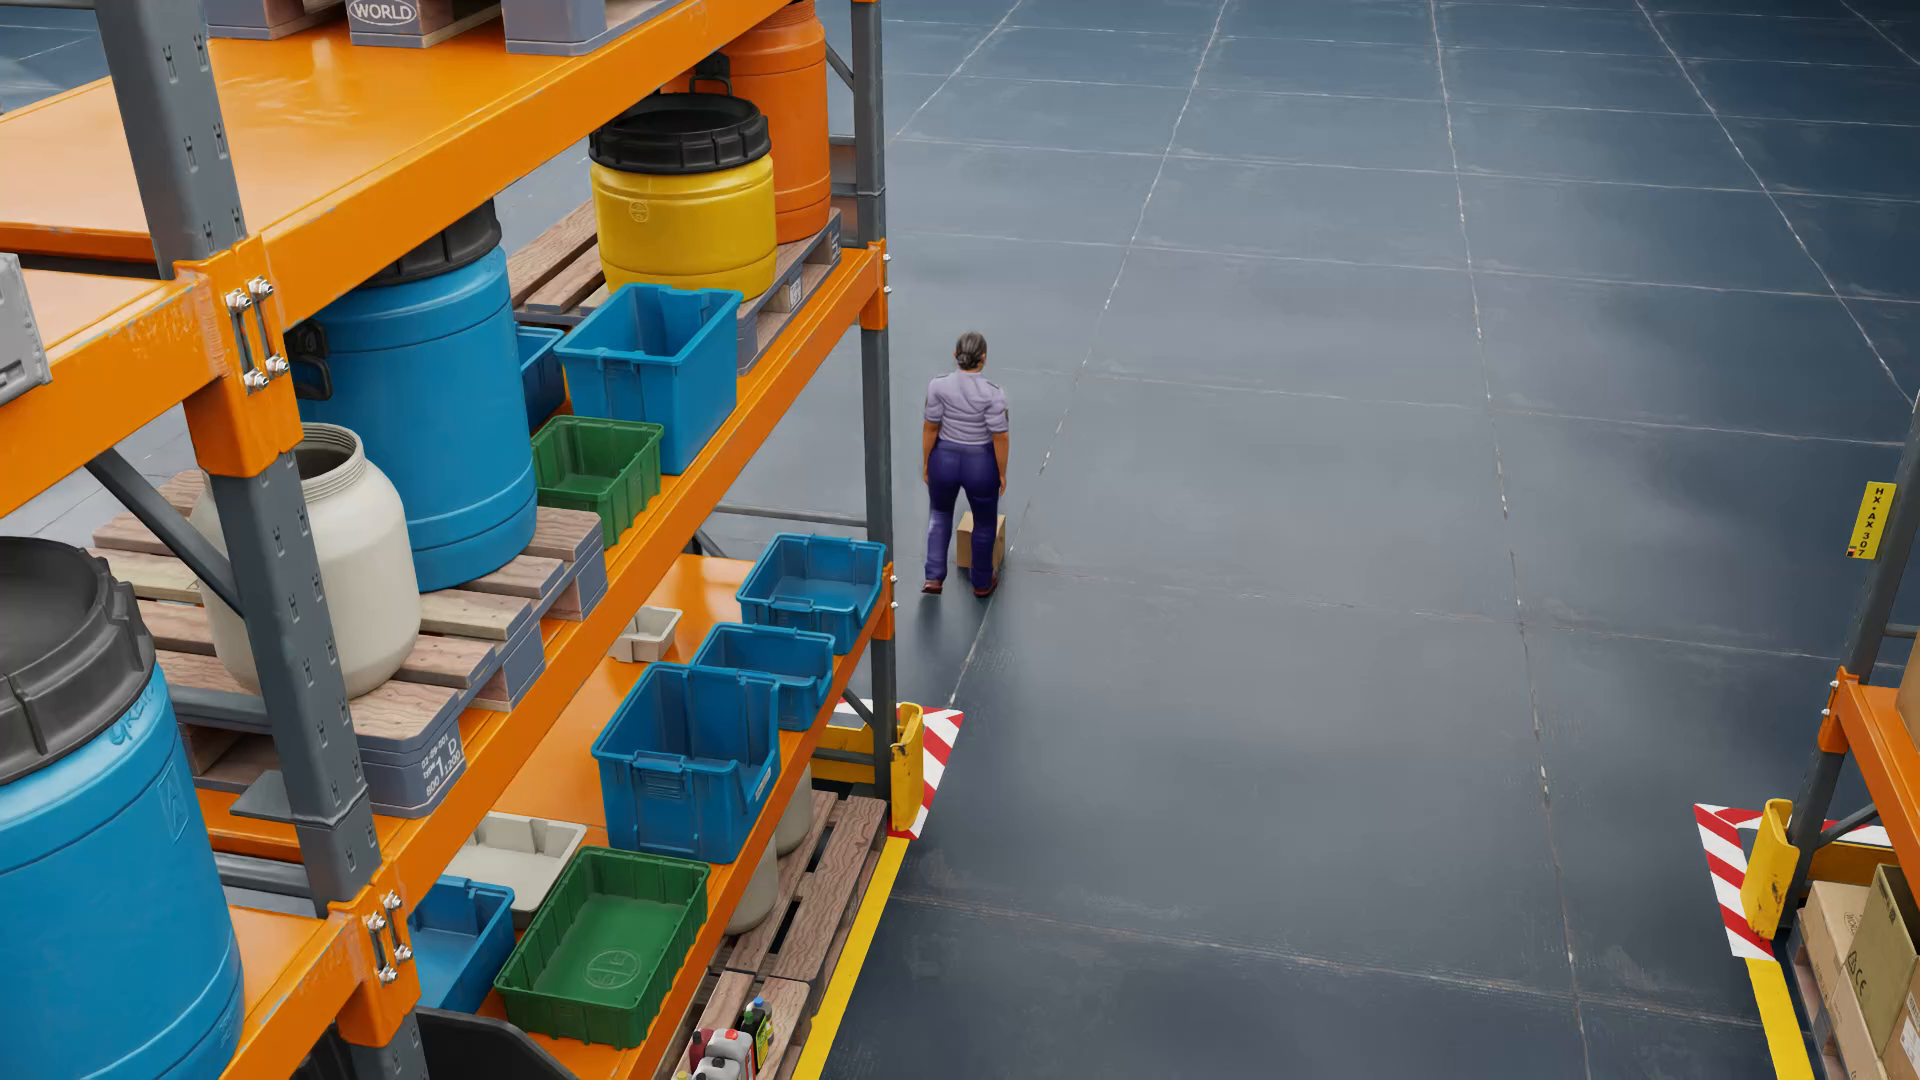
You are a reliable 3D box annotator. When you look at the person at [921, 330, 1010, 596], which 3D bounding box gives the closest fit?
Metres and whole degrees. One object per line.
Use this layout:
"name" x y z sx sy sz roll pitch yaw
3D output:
"person" 0.043 -0.404 9.357 0.511 1.658 0.476 6 30 11
